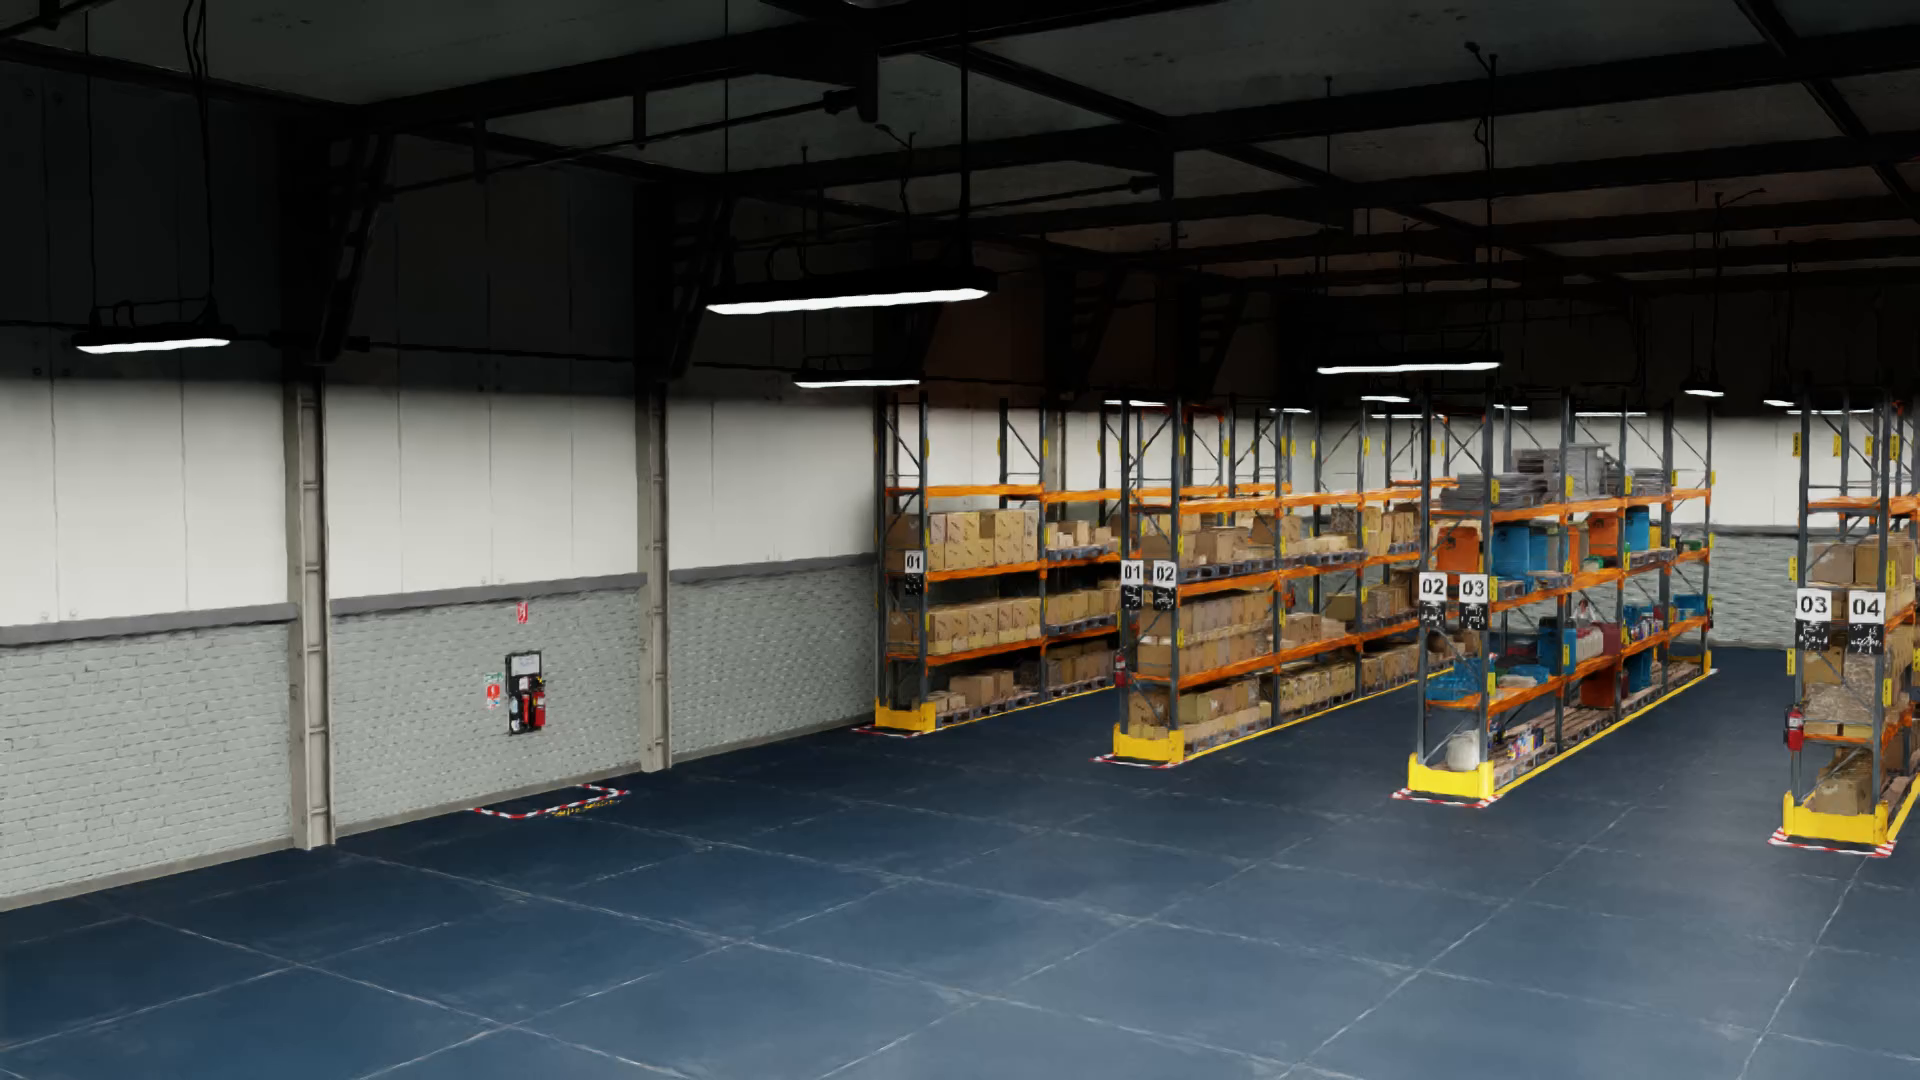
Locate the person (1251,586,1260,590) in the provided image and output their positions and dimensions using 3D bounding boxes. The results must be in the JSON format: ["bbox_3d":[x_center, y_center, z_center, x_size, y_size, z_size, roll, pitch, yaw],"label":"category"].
[{"bbox_3d":[6.858,1.967,38.436,0.447,1.762,0.664,1,3,20],"label":"person"}]

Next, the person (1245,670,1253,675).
[{"bbox_3d":[6.104,2.167,34.863,0.453,1.768,0.611,0,3,5],"label":"person"}]

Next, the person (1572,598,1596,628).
[{"bbox_3d":[14.442,2.102,38.508,0.566,1.541,0.519,2,4,32],"label":"person"}]
